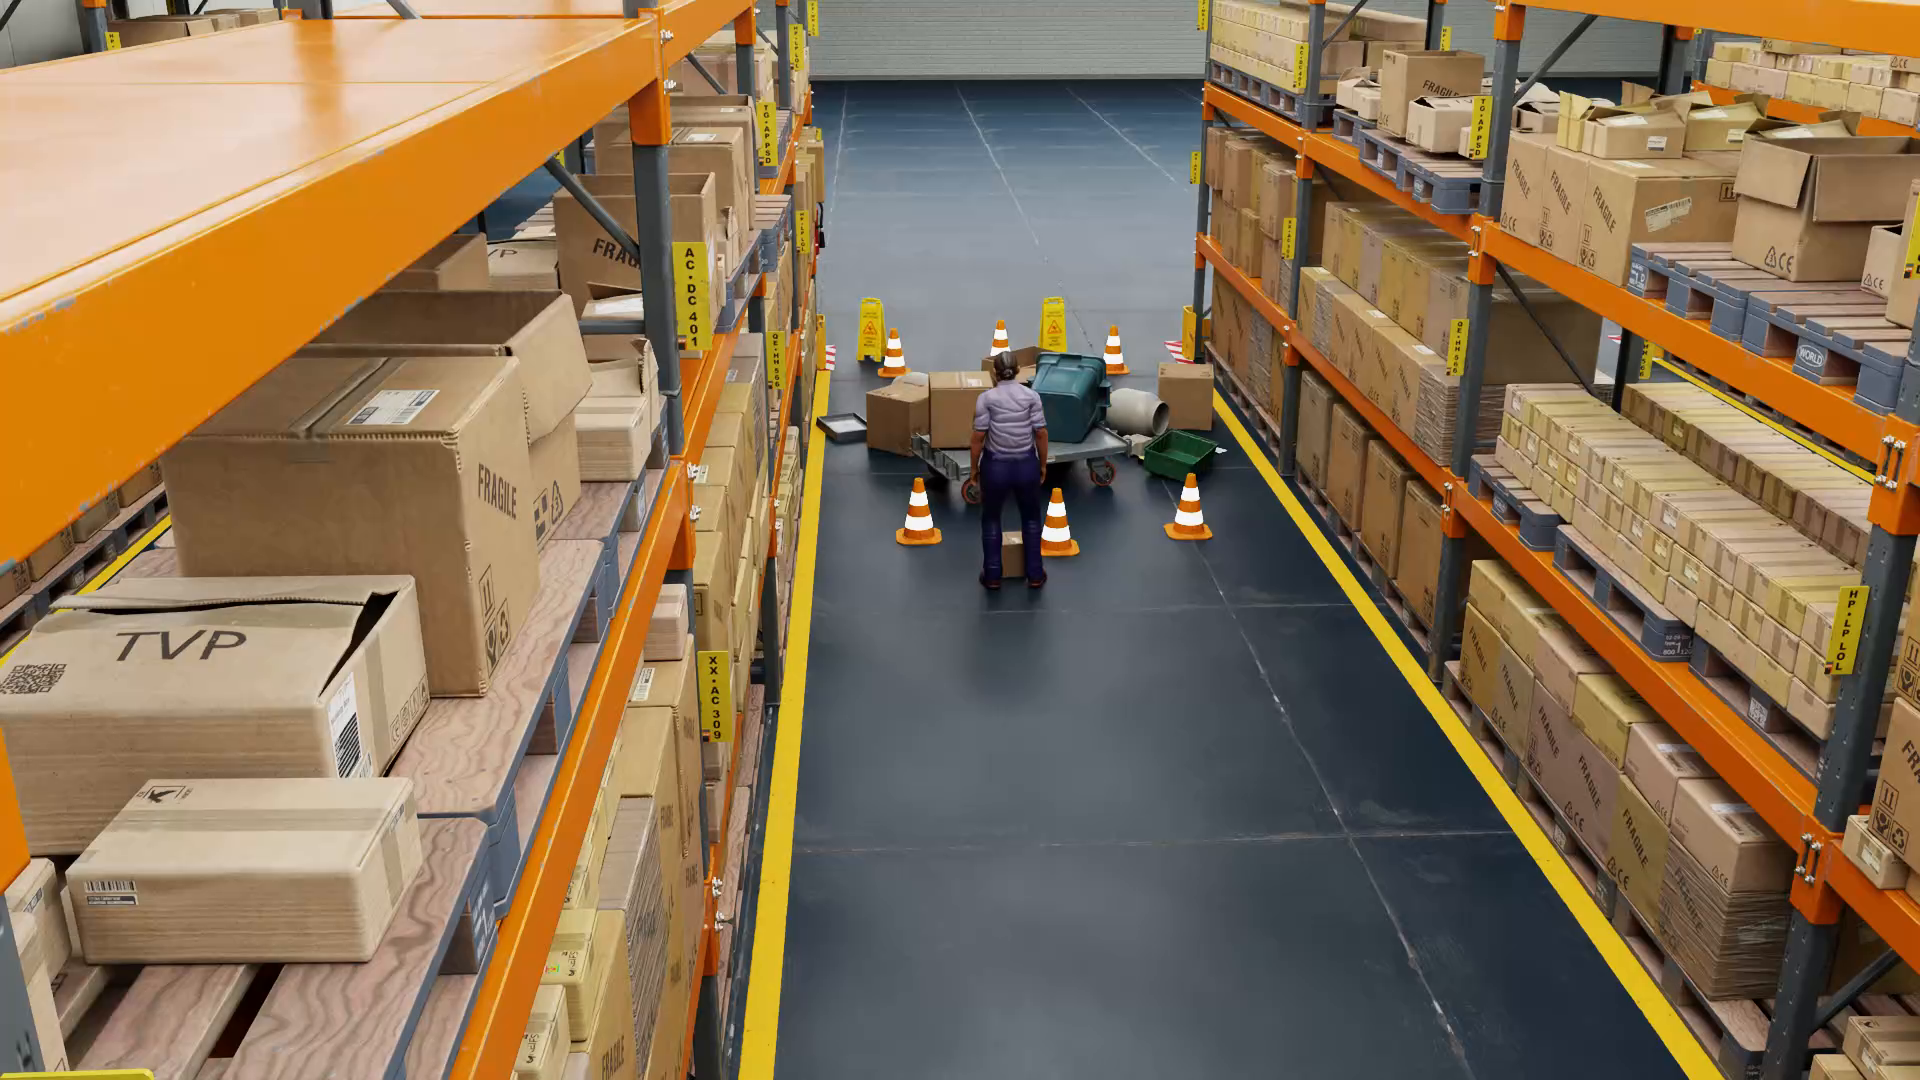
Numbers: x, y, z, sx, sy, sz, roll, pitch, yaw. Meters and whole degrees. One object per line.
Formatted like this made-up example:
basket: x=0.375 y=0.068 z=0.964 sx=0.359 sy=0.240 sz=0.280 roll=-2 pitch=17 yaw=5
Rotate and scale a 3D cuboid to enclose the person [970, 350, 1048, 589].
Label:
person: x=0.347 y=-0.469 z=11.340 sx=0.554 sy=1.652 sz=0.364 roll=-2 pitch=21 yaw=-5
